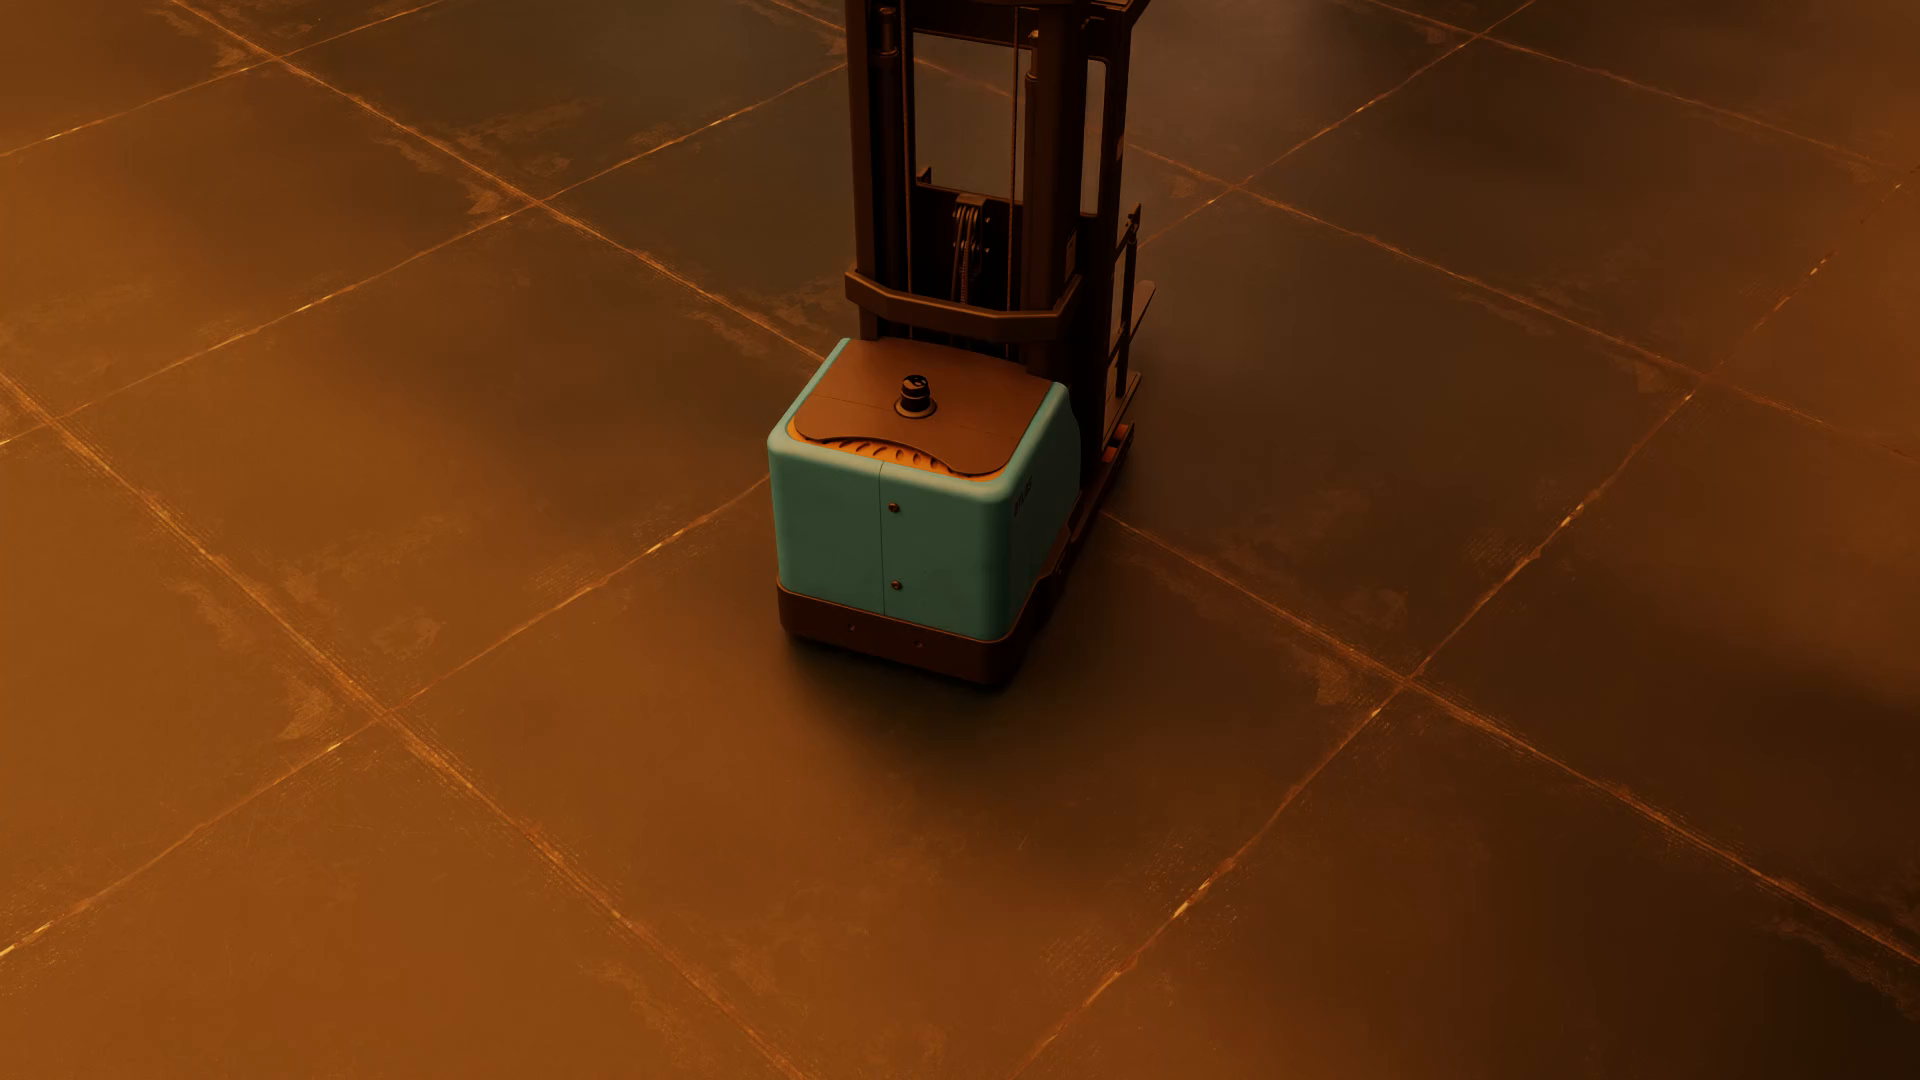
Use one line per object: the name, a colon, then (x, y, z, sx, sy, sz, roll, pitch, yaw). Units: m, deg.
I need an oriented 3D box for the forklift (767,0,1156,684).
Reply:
forklift: (0.211, -1.484, 7.158, 1.130, 2.935, 3.031, 14, 42, 15)
